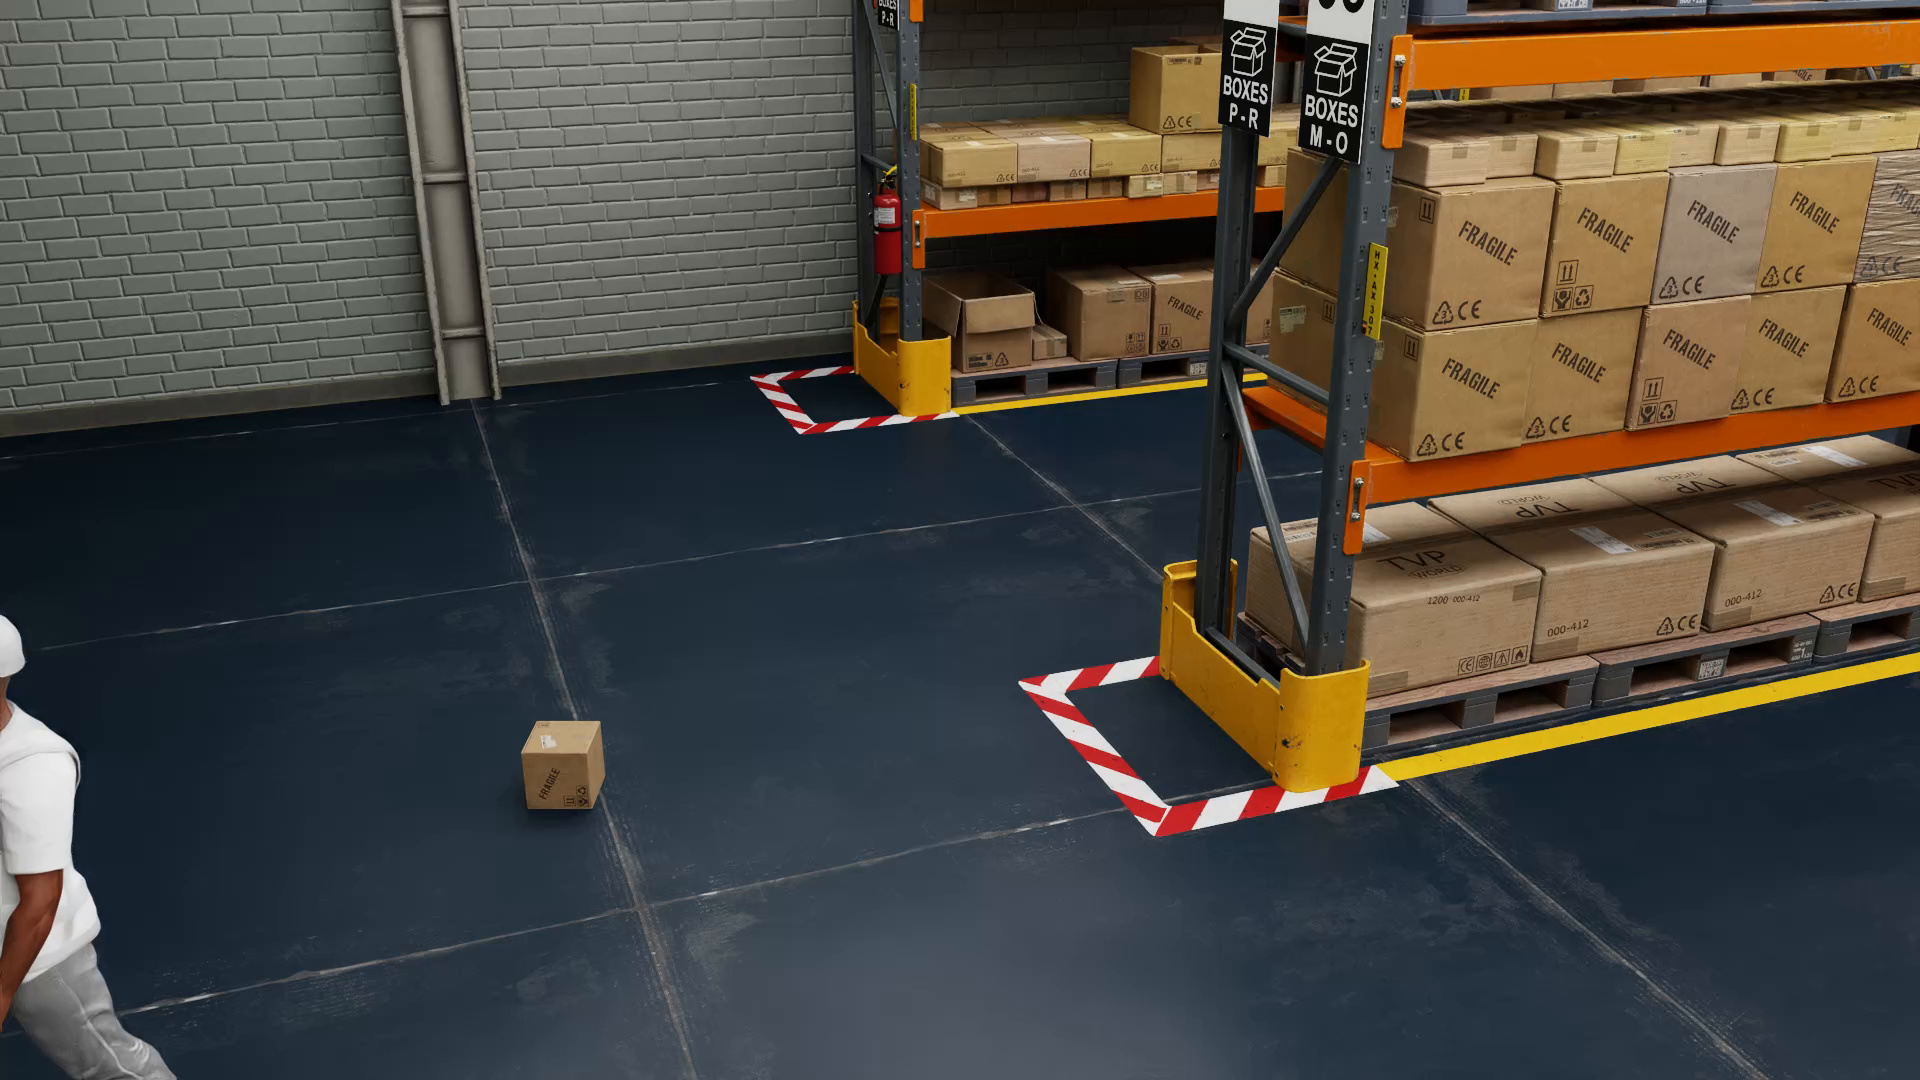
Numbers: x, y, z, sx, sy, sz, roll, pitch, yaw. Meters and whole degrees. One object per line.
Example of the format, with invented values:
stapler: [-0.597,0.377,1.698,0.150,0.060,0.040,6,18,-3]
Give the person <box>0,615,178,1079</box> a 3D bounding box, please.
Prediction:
person: [-2.411,1.024,4.033,0.571,1.724,0.908,13,26,29]
